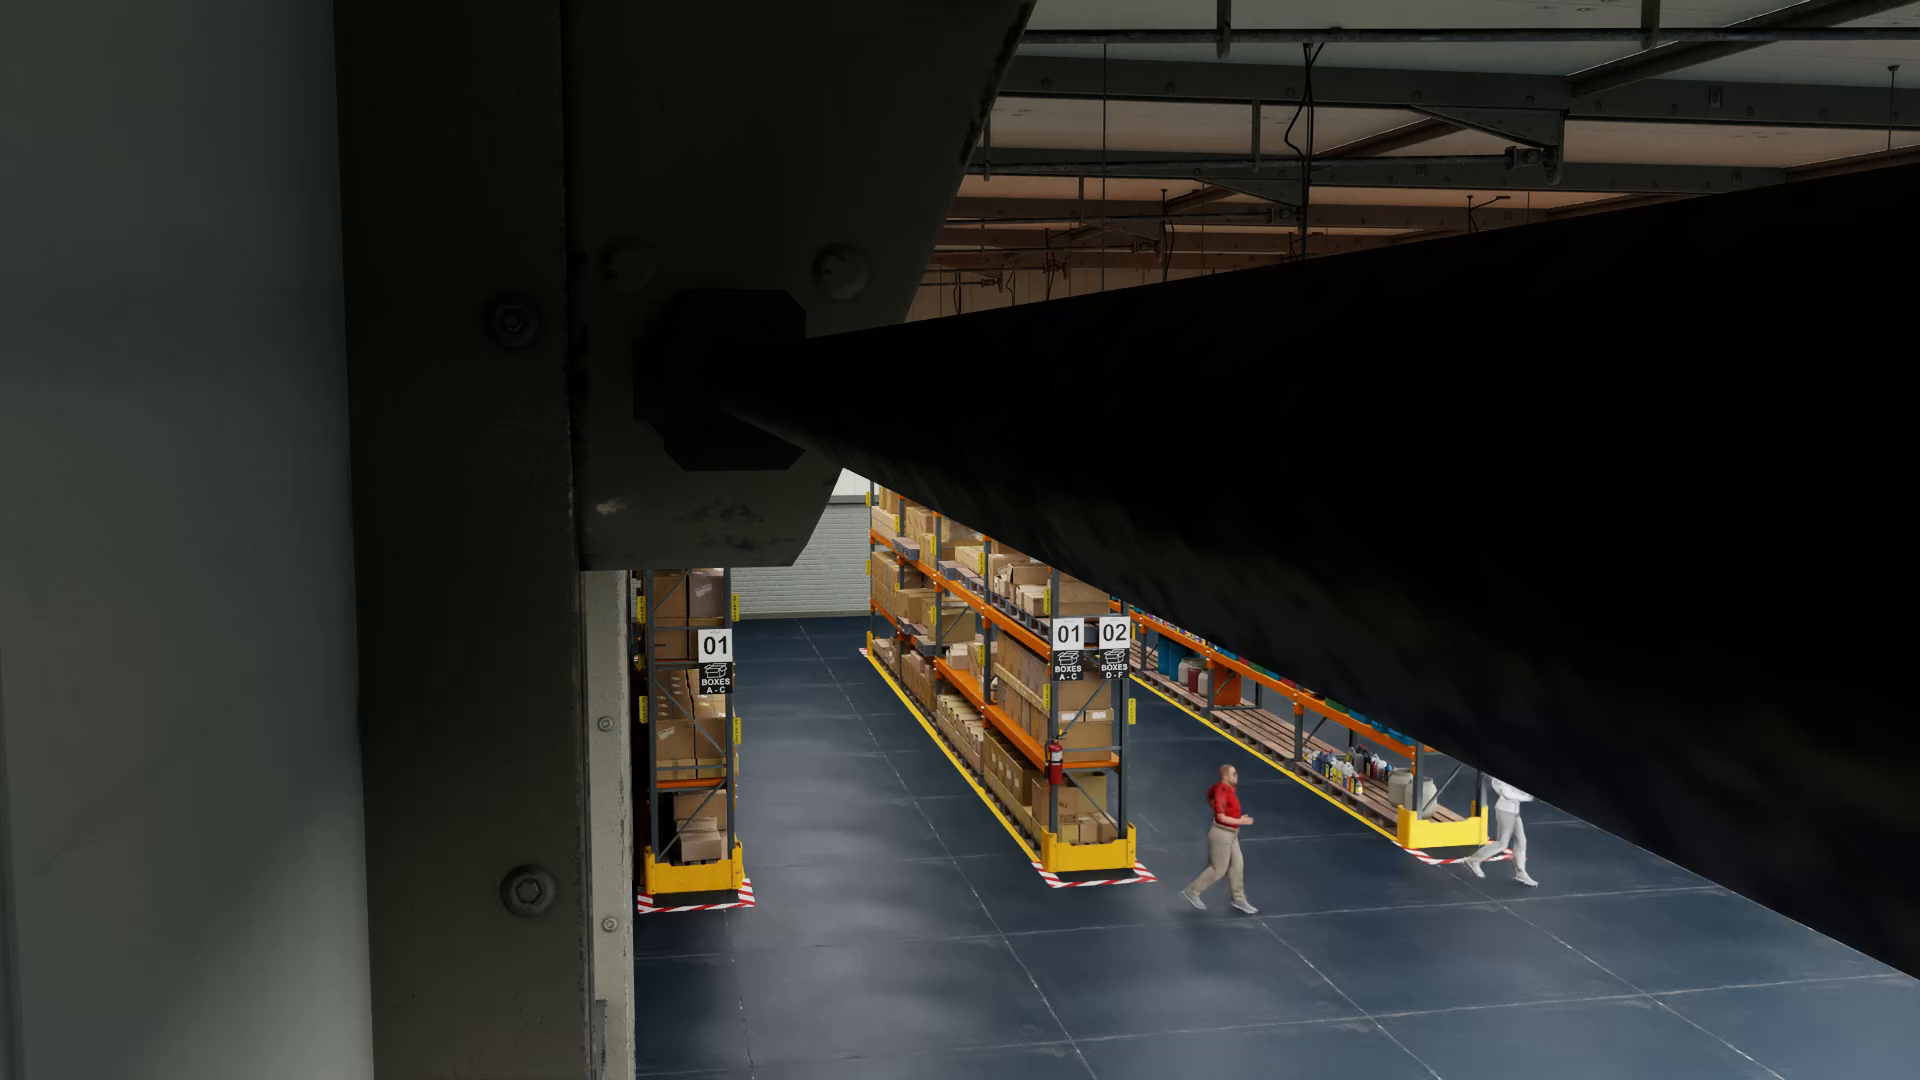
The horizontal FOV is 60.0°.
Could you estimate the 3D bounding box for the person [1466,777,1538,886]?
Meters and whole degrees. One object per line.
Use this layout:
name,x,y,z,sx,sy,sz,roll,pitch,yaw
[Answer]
person,6.691,3.363,20.444,0.850,1.711,0.625,2,6,20

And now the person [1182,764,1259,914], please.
person,3.034,3.462,19.278,0.874,1.761,0.682,1,6,14
